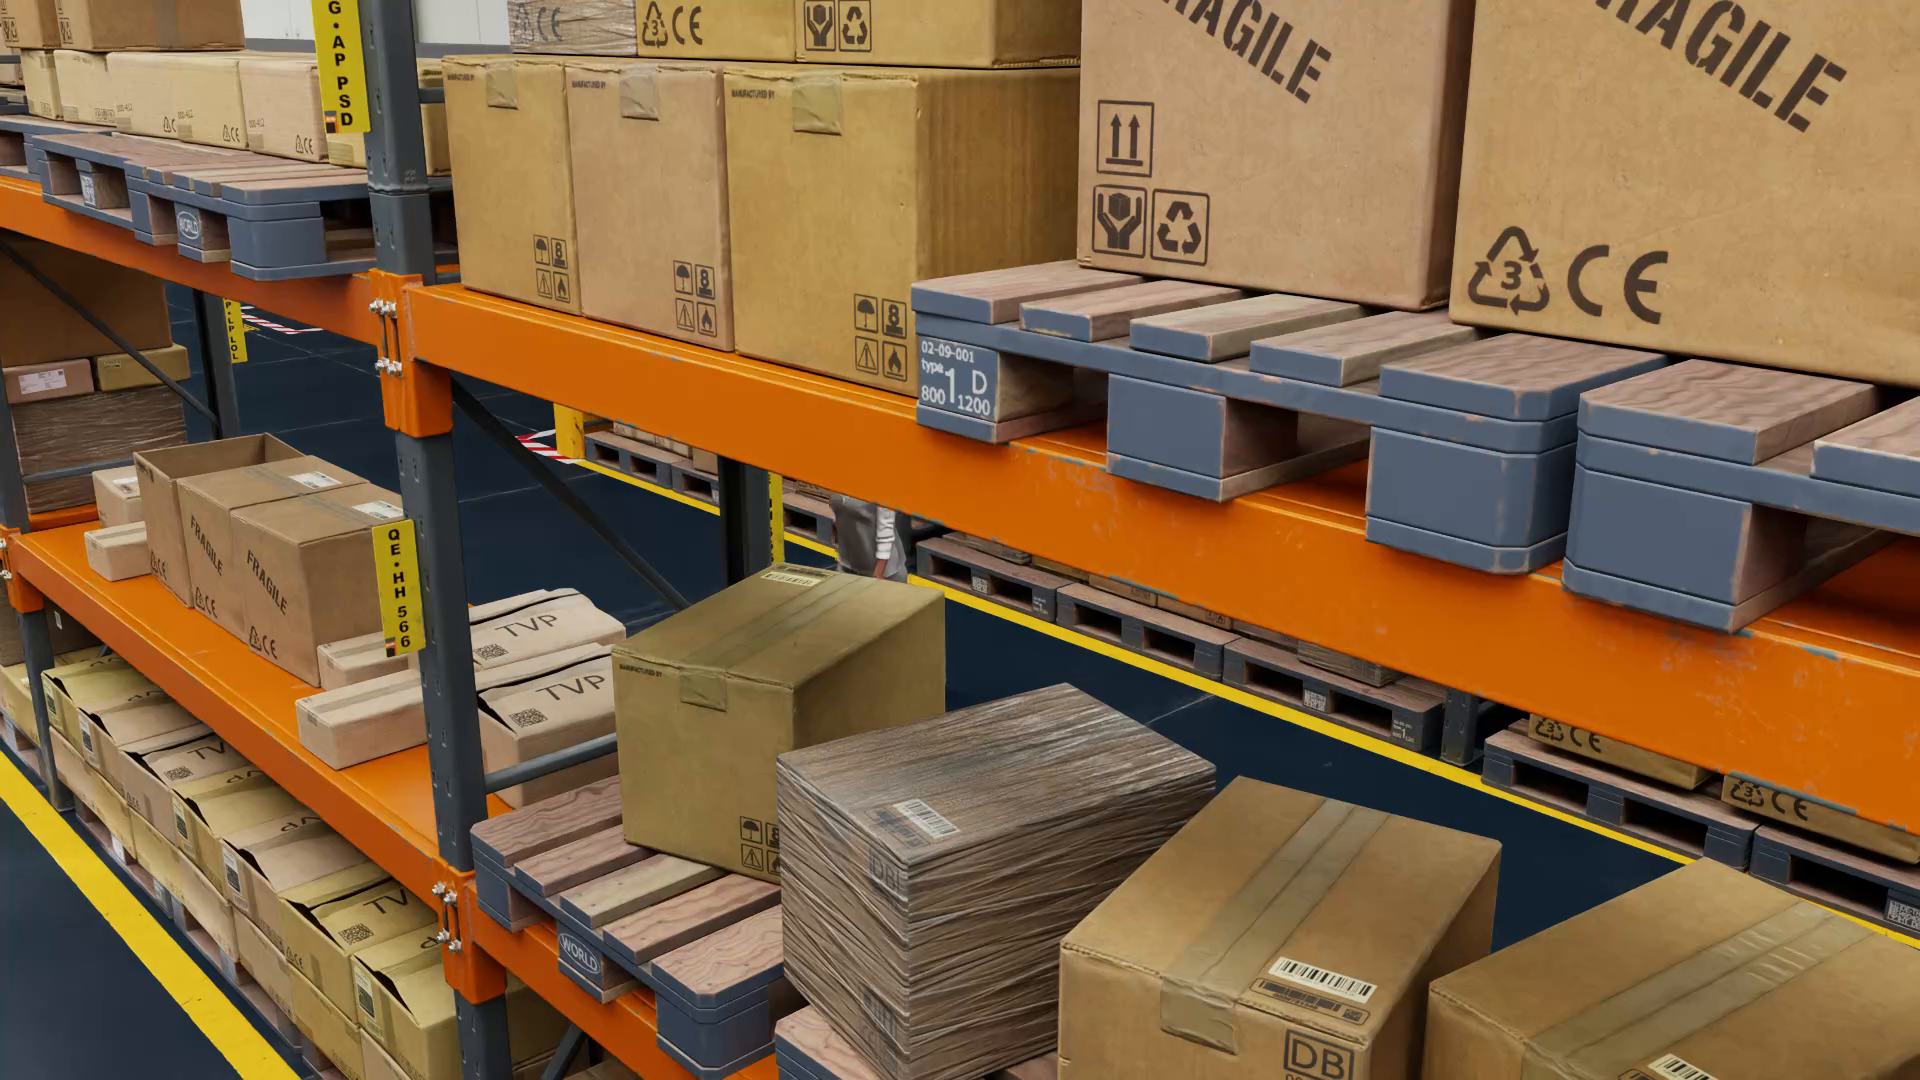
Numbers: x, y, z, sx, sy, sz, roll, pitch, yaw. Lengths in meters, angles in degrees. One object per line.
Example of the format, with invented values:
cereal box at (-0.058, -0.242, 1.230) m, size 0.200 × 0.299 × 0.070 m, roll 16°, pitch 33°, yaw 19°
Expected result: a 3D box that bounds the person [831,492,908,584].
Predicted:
person at (-0.449, 0.122, 8.166) m, size 0.425 × 1.544 × 0.936 m, roll 15°, pitch 23°, yaw 40°
